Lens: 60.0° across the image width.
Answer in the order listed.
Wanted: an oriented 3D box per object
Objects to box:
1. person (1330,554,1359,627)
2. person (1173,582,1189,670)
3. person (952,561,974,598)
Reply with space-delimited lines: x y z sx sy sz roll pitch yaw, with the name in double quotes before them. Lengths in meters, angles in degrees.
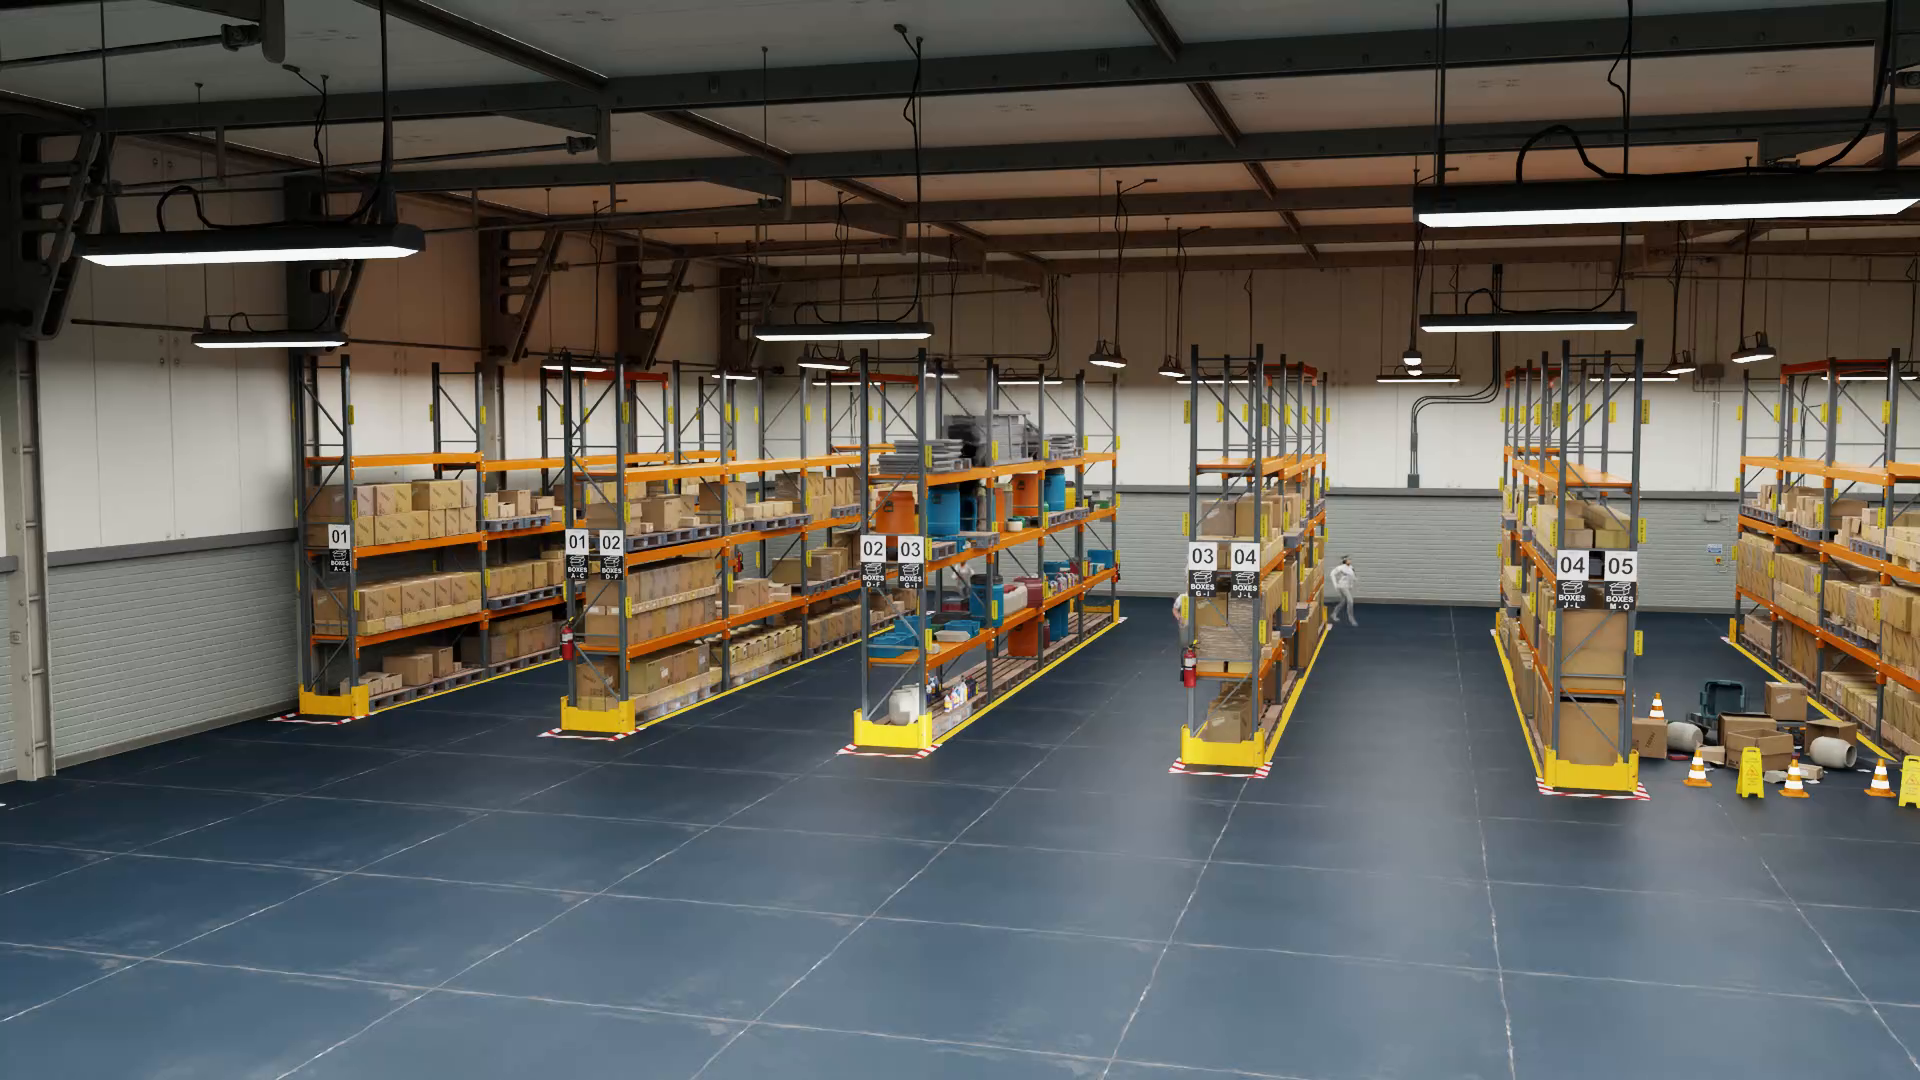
"person" 9.211 1.179 39.725 0.632 1.713 0.872 -4 6 -43
"person" 4.534 1.680 32.795 0.687 1.775 0.913 1 4 11
"person" 0.075 1.143 40.711 0.570 1.560 0.892 -1 4 -7
